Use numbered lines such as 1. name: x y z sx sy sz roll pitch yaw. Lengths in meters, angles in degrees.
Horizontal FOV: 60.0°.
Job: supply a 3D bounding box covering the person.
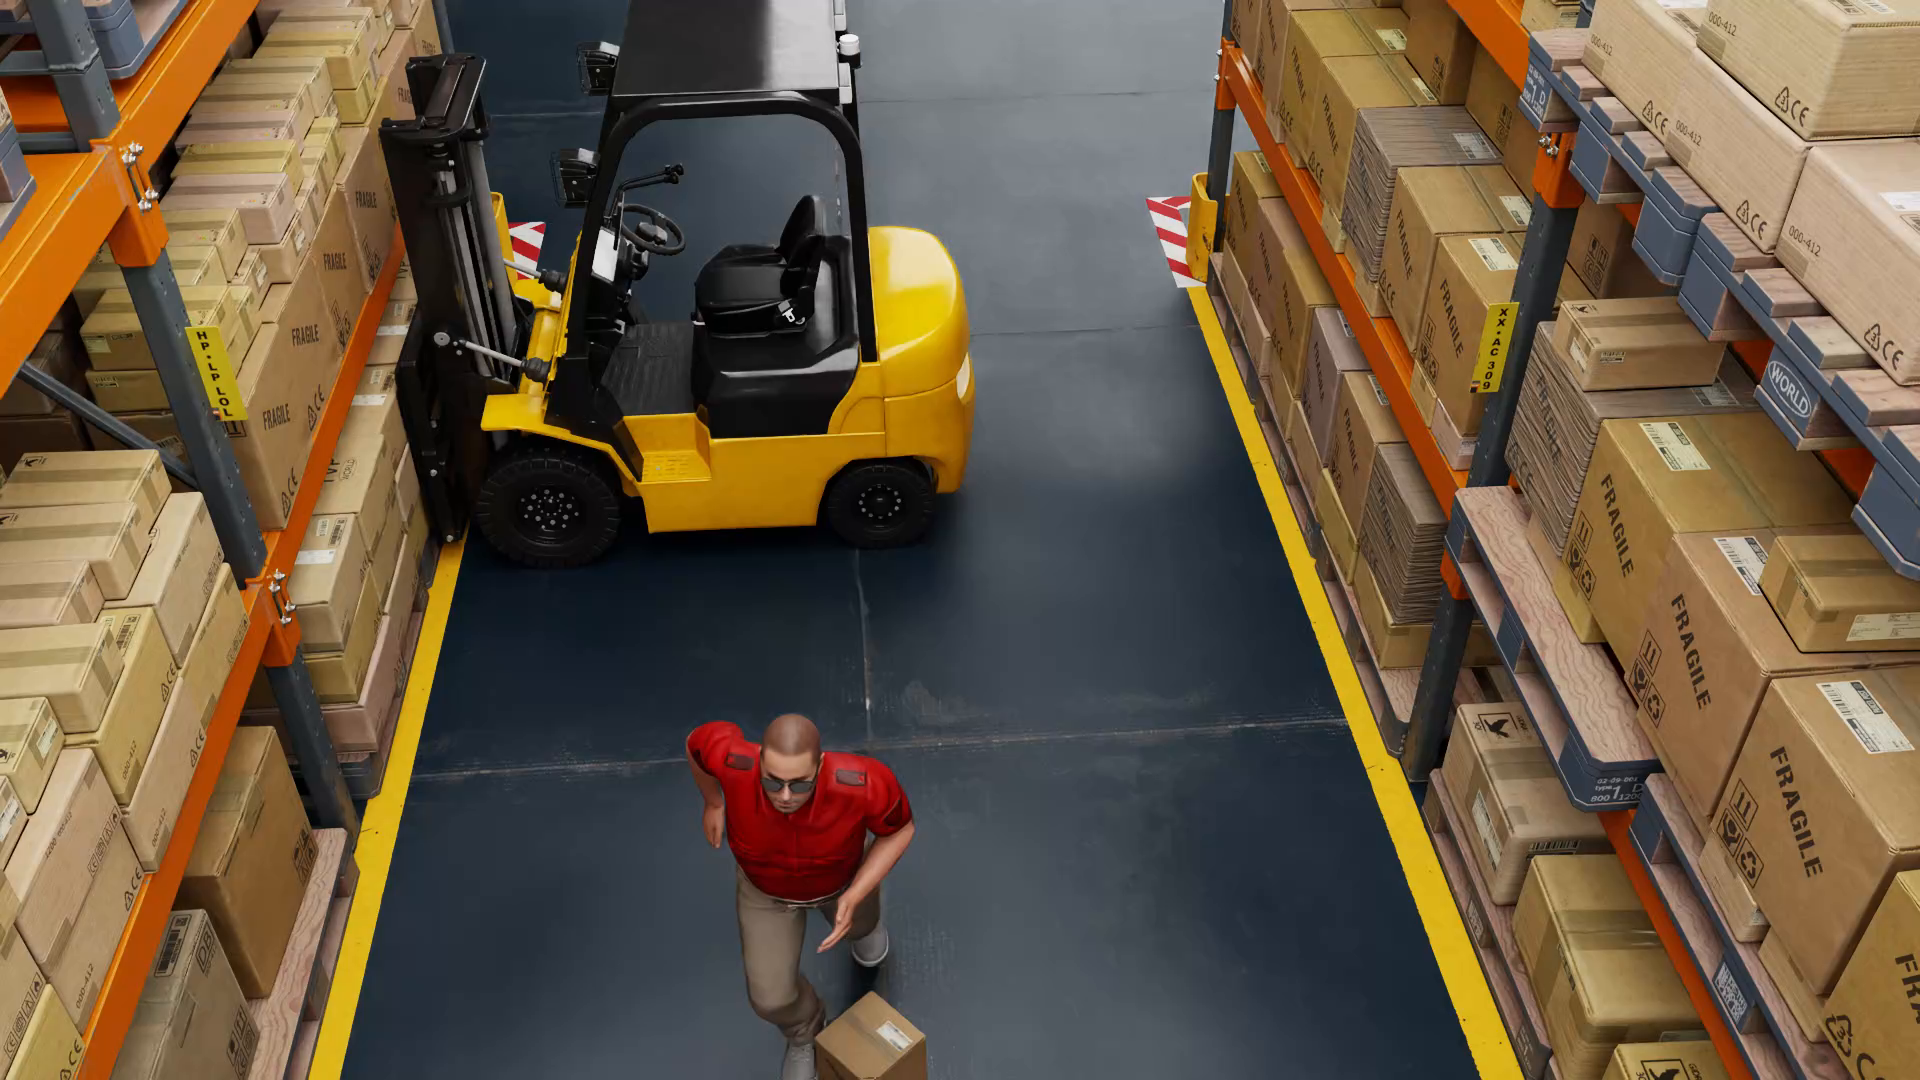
1. person: -0.462 0.982 5.018 0.647 1.671 0.951 -3 39 -4
